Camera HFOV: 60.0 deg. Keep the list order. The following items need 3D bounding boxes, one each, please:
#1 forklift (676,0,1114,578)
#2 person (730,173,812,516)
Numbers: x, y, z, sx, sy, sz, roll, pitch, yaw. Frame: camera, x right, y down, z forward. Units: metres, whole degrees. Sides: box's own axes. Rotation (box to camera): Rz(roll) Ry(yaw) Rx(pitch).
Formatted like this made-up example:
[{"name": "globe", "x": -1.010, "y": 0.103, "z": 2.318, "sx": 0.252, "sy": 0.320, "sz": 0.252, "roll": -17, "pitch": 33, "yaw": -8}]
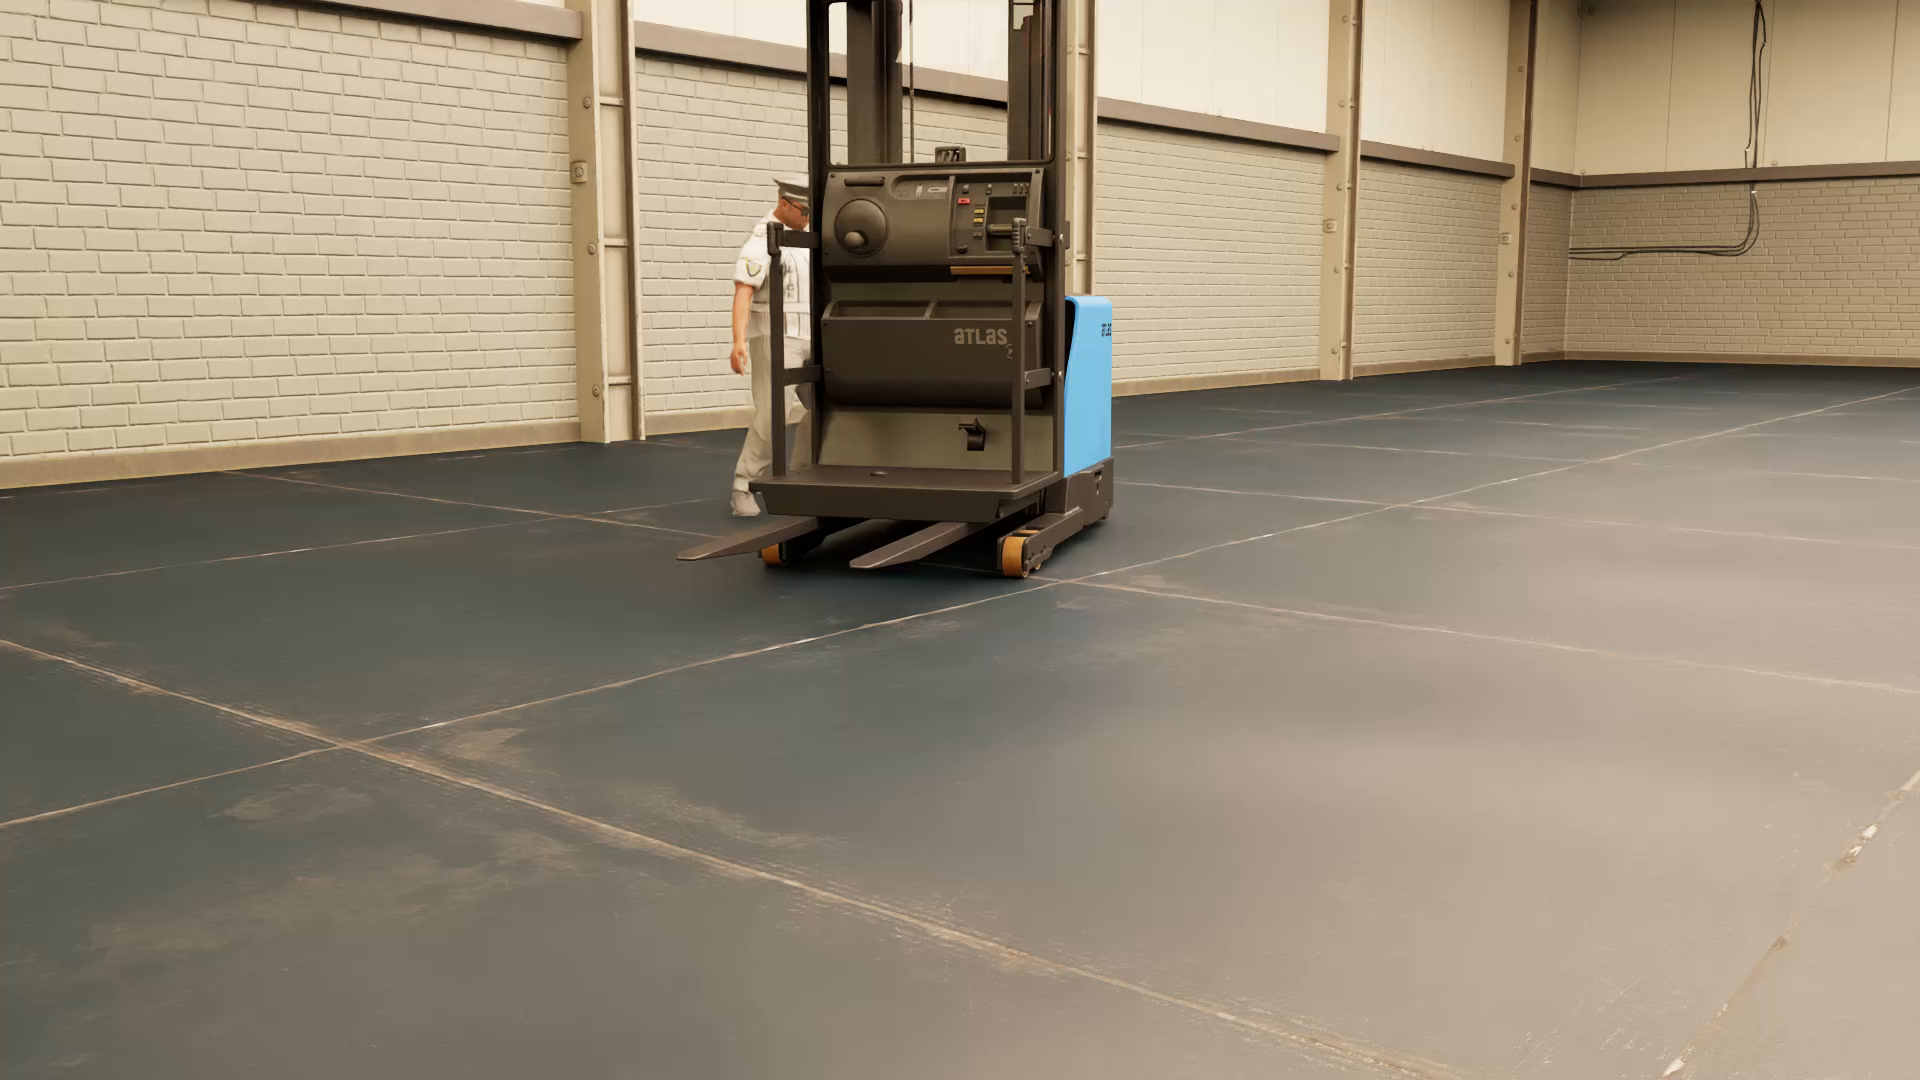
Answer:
[{"name": "forklift", "x": -0.176, "y": -1.366, "z": 6.616, "sx": 1.130, "sy": 2.935, "sz": 3.031, "roll": 3, "pitch": 9, "yaw": 17}, {"name": "person", "x": -0.869, "y": -1.006, "z": 8.524, "sx": 0.451, "sy": 1.715, "sz": 0.951, "roll": 4, "pitch": 9, "yaw": 26}]
